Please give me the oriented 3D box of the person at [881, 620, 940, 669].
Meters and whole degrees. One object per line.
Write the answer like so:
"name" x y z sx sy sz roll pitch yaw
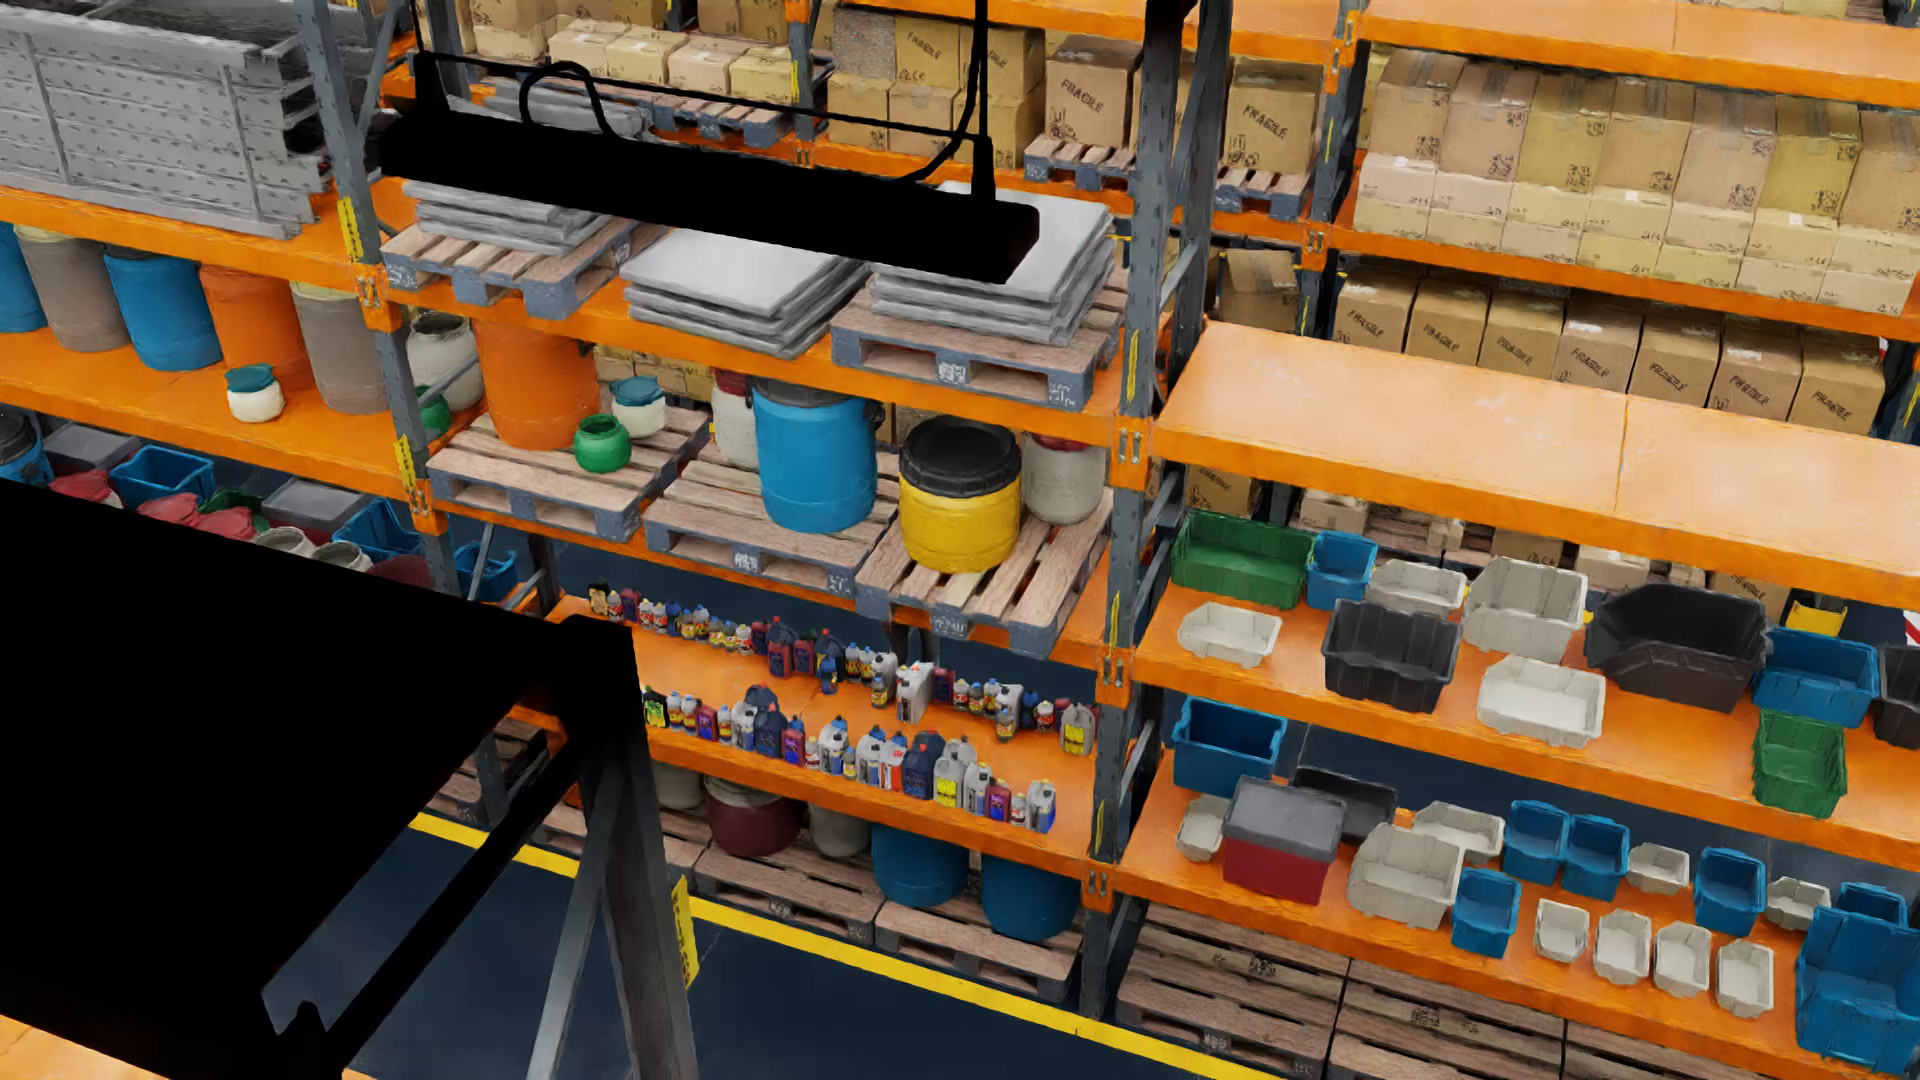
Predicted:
"person" -0.321 0.526 11.321 0.469 1.601 0.399 -6 37 -9
